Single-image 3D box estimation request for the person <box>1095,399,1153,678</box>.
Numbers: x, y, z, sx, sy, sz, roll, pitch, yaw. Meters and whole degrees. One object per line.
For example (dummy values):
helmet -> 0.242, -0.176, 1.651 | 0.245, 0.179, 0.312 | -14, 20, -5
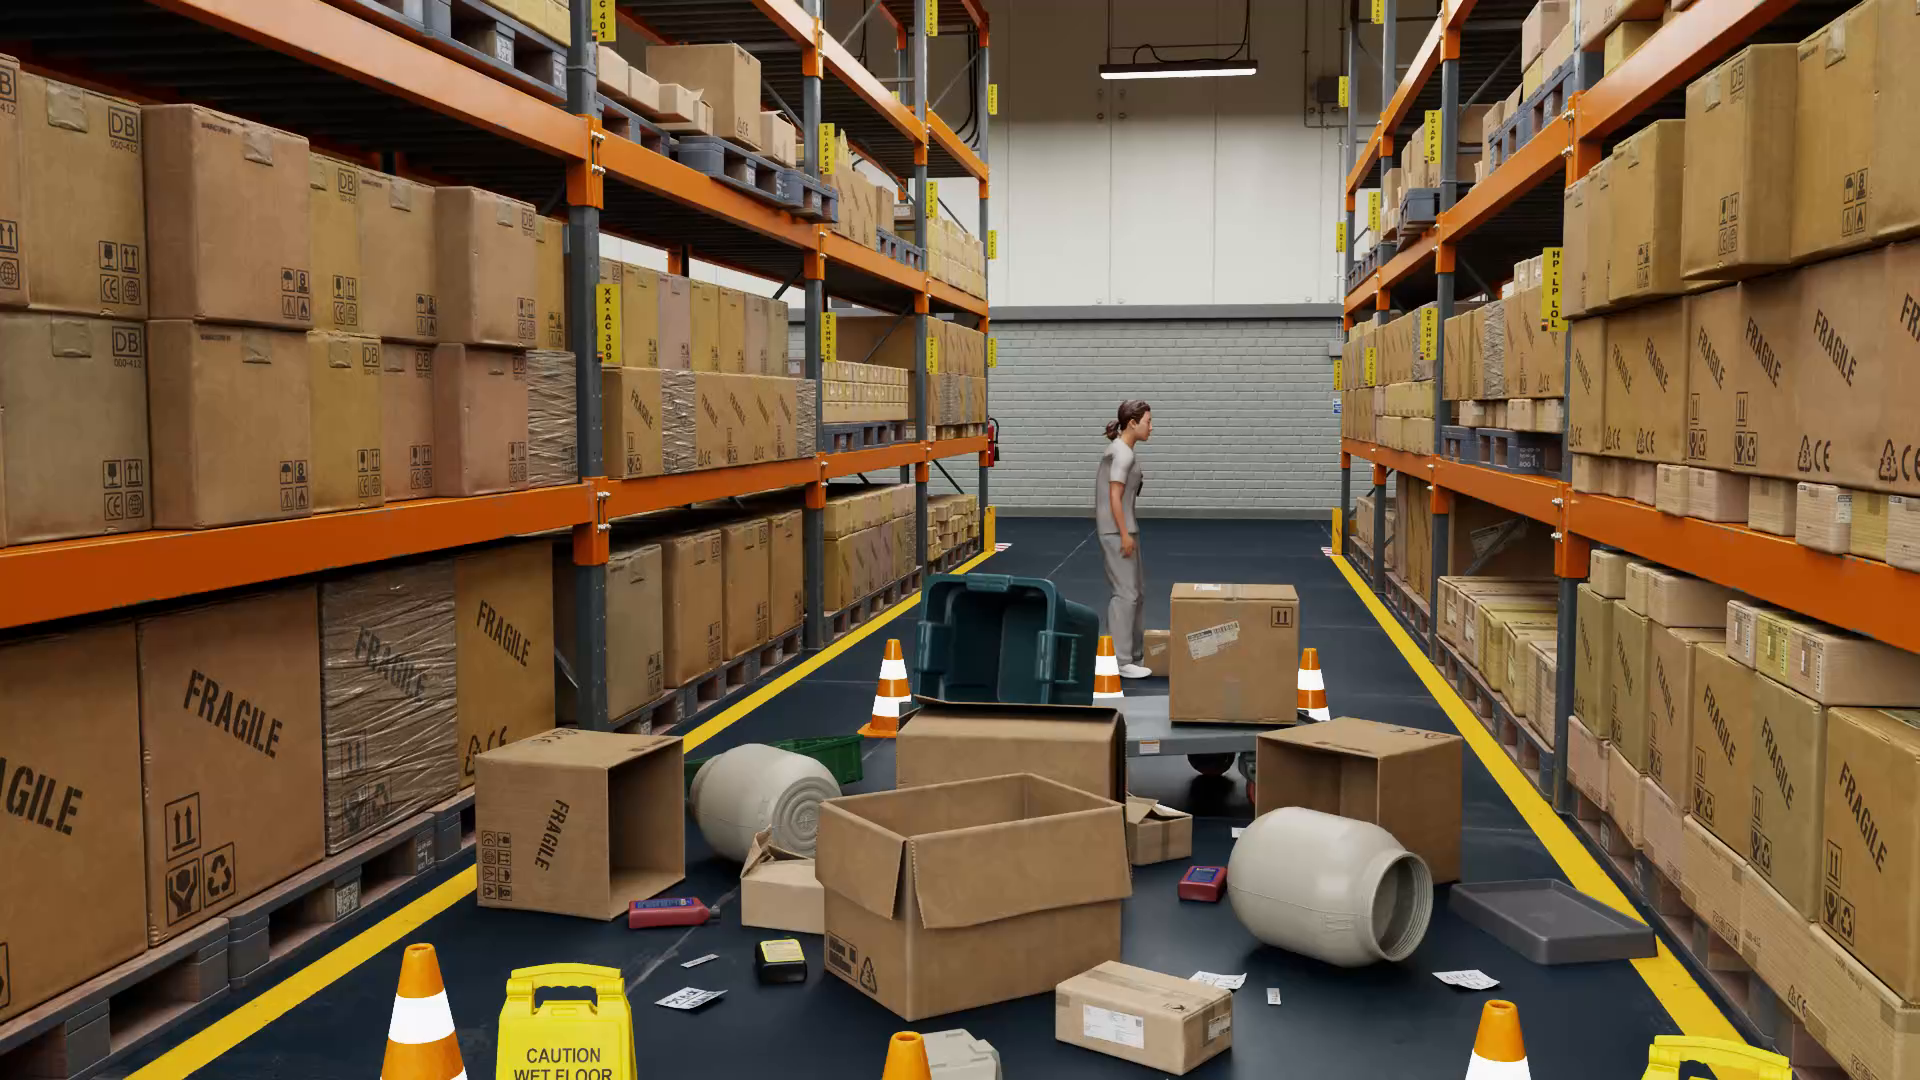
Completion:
person -> 1.026, -0.021, 10.122 | 0.408, 1.672, 0.485 | 1, 5, 9
